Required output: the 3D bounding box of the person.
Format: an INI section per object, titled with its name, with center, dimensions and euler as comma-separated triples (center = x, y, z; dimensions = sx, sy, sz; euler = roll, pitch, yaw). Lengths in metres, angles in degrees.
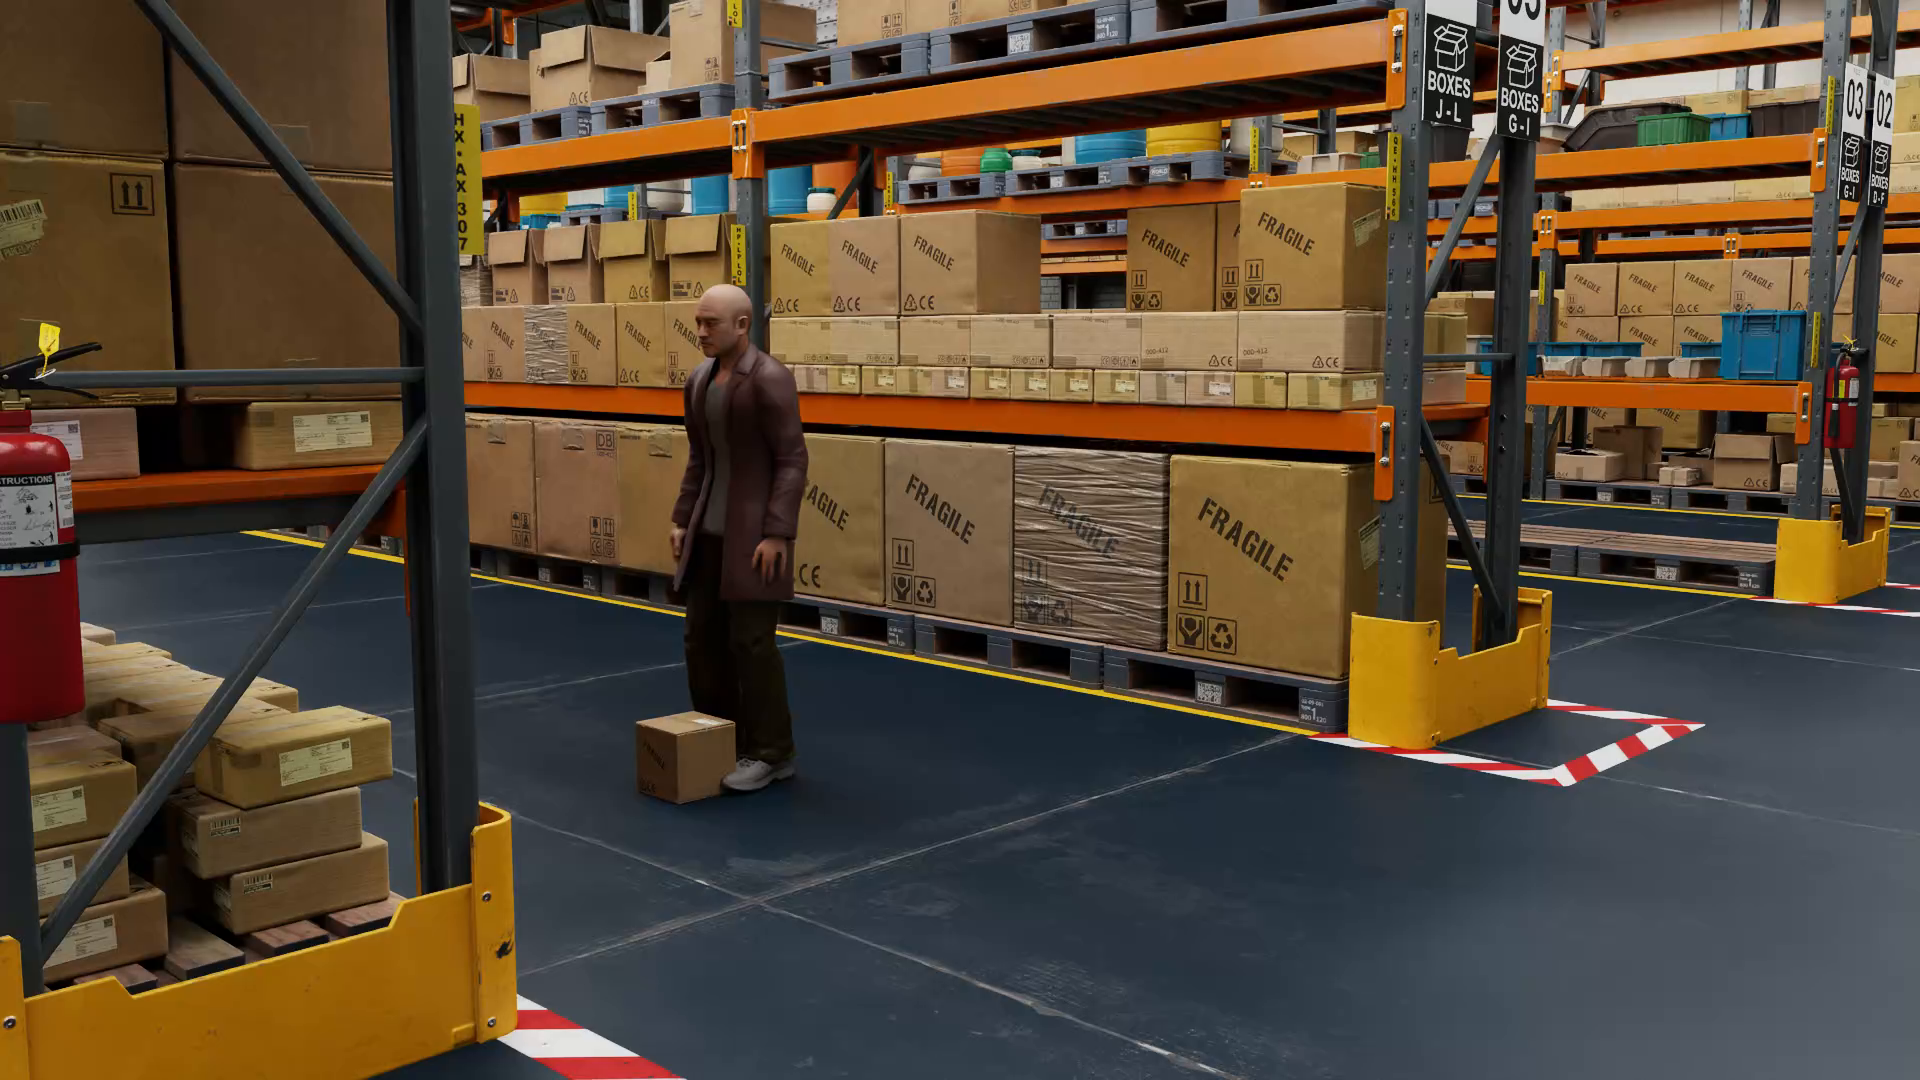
[person]
center = -0.802, -0.016, 5.945
dimensions = 0.643, 1.774, 0.423
euler = 7, 10, 44
